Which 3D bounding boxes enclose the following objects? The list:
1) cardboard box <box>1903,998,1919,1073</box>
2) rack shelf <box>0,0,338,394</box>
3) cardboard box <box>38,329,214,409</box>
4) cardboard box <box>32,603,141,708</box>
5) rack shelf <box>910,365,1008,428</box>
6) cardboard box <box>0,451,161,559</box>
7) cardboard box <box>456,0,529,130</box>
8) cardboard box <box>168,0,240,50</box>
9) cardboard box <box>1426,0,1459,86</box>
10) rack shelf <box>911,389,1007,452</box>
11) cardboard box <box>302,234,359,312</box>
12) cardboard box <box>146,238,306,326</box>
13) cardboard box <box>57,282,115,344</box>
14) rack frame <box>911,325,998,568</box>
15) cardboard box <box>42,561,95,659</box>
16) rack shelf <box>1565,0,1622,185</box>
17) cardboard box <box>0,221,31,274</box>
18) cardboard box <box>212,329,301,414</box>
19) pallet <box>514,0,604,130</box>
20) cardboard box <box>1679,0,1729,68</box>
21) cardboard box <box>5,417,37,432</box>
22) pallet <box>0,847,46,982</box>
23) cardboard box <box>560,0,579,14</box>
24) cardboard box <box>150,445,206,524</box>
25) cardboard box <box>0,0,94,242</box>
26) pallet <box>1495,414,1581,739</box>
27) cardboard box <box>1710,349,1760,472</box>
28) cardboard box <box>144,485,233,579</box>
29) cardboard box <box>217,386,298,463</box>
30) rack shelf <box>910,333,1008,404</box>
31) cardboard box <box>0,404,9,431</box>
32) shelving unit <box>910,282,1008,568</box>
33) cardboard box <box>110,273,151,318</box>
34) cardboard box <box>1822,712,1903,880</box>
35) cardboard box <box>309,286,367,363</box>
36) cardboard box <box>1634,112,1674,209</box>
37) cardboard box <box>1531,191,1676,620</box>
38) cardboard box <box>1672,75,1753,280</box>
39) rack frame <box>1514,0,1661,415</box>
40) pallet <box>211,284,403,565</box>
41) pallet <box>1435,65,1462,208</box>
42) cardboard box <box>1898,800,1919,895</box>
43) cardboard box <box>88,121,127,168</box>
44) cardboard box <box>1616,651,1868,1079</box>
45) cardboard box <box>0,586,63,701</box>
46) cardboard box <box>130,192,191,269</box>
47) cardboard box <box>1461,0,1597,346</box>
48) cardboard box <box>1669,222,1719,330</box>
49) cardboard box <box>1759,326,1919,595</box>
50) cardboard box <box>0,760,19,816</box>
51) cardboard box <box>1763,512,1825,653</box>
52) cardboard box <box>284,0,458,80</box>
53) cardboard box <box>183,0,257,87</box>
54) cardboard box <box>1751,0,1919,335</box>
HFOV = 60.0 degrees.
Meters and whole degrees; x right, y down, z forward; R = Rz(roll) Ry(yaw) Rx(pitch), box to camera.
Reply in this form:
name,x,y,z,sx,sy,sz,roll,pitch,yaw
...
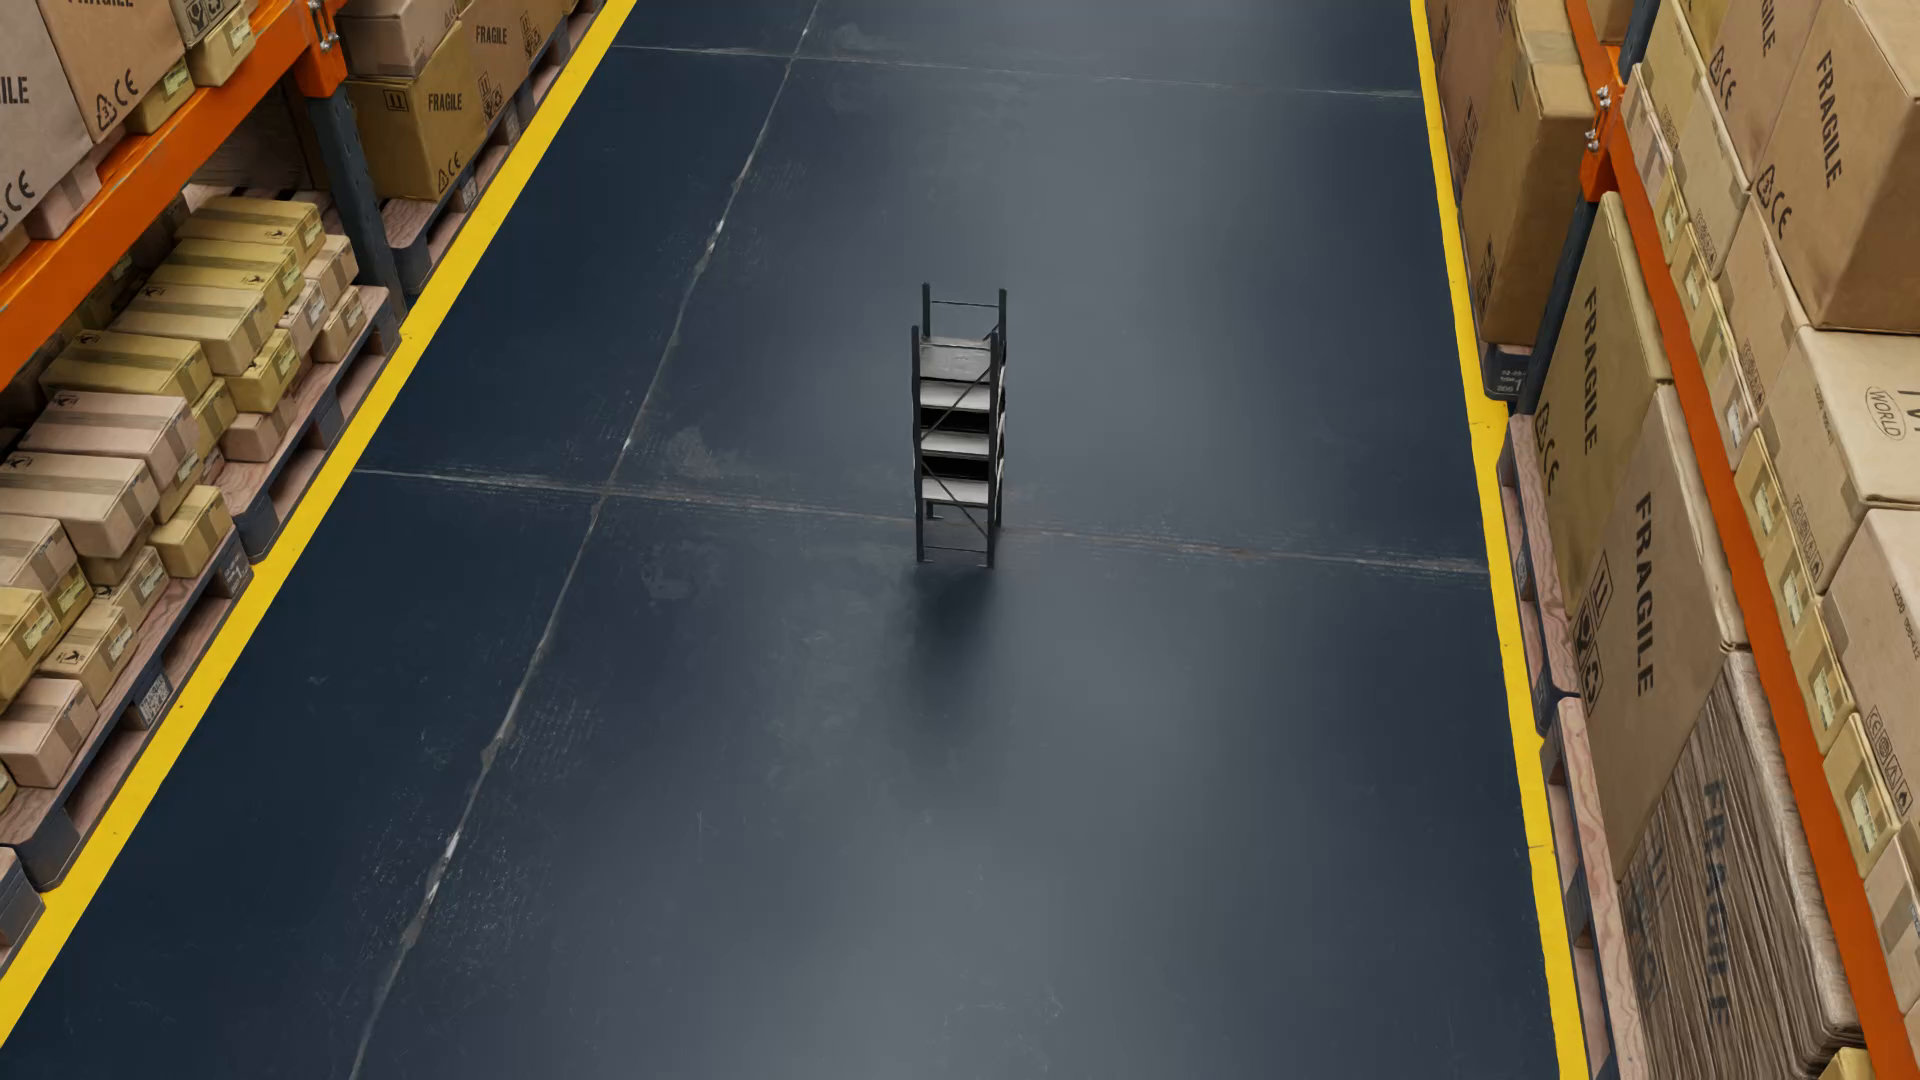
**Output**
name,x,y,z,sx,sy,sz,roll,pitch,yaw
cardboard box,1.628,0.790,2.417,0.380,0.149,0.250,5,44,6
rack shelf,-2.798,-0.301,3.909,1.077,0.370,4.000,5,44,6
cardboard box,-2.455,-0.475,4.905,0.380,0.149,0.250,7,44,7
cardboard box,-2.485,0.300,4.519,0.380,0.149,0.250,5,44,6
rack shelf,-0.001,-0.428,4.834,0.258,0.077,0.200,5,44,6
cardboard box,-2.423,-0.097,4.506,0.380,0.149,0.250,4,44,4
cardboard box,-2.105,-2.010,6.704,0.500,0.500,0.500,7,44,7
cardboard box,-2.318,-1.714,4.590,0.500,0.500,0.500,5,44,6
cardboard box,2.661,-2.437,6.882,1.225,0.875,0.875,5,44,6
rack shelf,-0.001,-0.362,4.896,0.258,0.077,0.200,5,44,6
cardboard box,-2.261,-0.907,5.578,0.380,0.149,0.250,6,44,6
cardboard box,-2.318,-0.815,5.264,0.380,0.149,0.250,6,44,6
cardboard box,-2.865,-0.683,5.126,0.380,0.149,0.250,5,44,5
rack frame,-0.015,-0.252,4.862,0.240,0.900,0.006,5,44,6
cardboard box,-2.580,0.159,4.452,0.380,0.149,0.250,7,44,7
rack shelf,2.633,-2.507,6.240,1.077,0.370,4.000,5,44,6
cardboard box,-2.512,-0.726,4.018,0.380,0.149,0.250,5,44,5
cardboard box,-2.302,-0.537,5.187,0.380,0.149,0.250,4,44,4
pallet,-2.274,-2.277,7.502,1.003,0.211,1.213,5,44,6
cardboard box,2.052,-1.428,3.924,0.500,0.500,0.500,5,44,6
cardboard box,-2.879,-0.399,5.041,0.380,0.149,0.250,3,44,3
pallet,-2.910,1.211,3.817,1.003,0.211,1.213,5,44,6
cardboard box,-1.959,-2.709,7.442,0.500,0.500,0.500,3,44,4
cardboard box,-2.447,-0.200,4.831,0.380,0.149,0.250,6,44,7
cardboard box,-2.455,-1.022,3.858,0.500,0.500,0.500,5,44,5
pallet,2.191,0.118,4.972,1.003,0.211,1.213,5,44,6
cardboard box,1.829,-0.260,3.525,0.380,0.149,0.250,6,44,6
cardboard box,-2.385,-0.039,4.878,0.380,0.149,0.250,5,44,5
cardboard box,-2.336,-0.389,5.247,0.380,0.149,0.250,4,44,4
rack shelf,-0.001,-0.493,4.772,0.258,0.077,0.200,5,44,6
cardboard box,-2.991,-0.338,4.760,0.380,0.149,0.250,6,44,6
shelving unit,-0.001,-0.321,4.935,0.258,0.900,0.210,5,44,6
cardboard box,-2.844,-0.752,5.414,0.380,0.149,0.250,6,44,6
cardboard box,1.694,0.443,2.783,0.380,0.149,0.250,4,44,5
cardboard box,-2.248,-0.744,5.623,0.380,0.149,0.250,6,44,6
cardboard box,1.966,-0.964,4.269,0.380,0.149,0.250,4,44,4
cardboard box,2.202,-0.344,4.672,0.875,0.875,0.875,5,44,6
cardboard box,1.977,-0.824,3.832,0.500,0.250,0.500,5,44,5
rack frame,2.369,-1.406,4.553,1.000,3.000,0.127,5,44,6
pallet,-2.588,-0.452,5.574,1.003,0.211,1.213,5,44,6
pallet,2.555,-1.760,6.955,1.003,0.211,1.213,5,44,6
cardboard box,1.709,0.567,2.362,0.500,0.250,0.500,5,44,5
cardboard box,-2.462,-1.087,4.399,0.380,0.149,0.250,4,44,4
cardboard box,1.966,0.876,3.383,0.875,0.875,0.875,5,44,6
cardboard box,-2.502,0.243,4.148,0.380,0.149,0.250,6,44,6
cardboard box,-2.785,-1.043,5.505,0.380,0.149,0.250,7,44,7
cardboard box,2.434,-1.225,5.601,1.225,0.875,0.875,5,44,6
cardboard box,1.898,-0.605,3.890,0.380,0.149,0.250,4,44,4
cardboard box,1.841,-0.135,3.104,0.500,0.250,0.500,5,44,6
cardboard box,-2.615,0.653,4.147,0.380,0.149,0.250,5,44,6
cardboard box,1.763,0.097,3.148,0.380,0.149,0.250,6,44,6
cardboard box,-2.174,-1.922,6.065,0.500,0.250,0.500,3,44,4
cardboard box,-2.266,-1.433,4.764,0.380,0.149,0.250,4,44,4
cardboard box,1.915,-0.738,3.195,0.500,0.500,0.500,4,44,4
